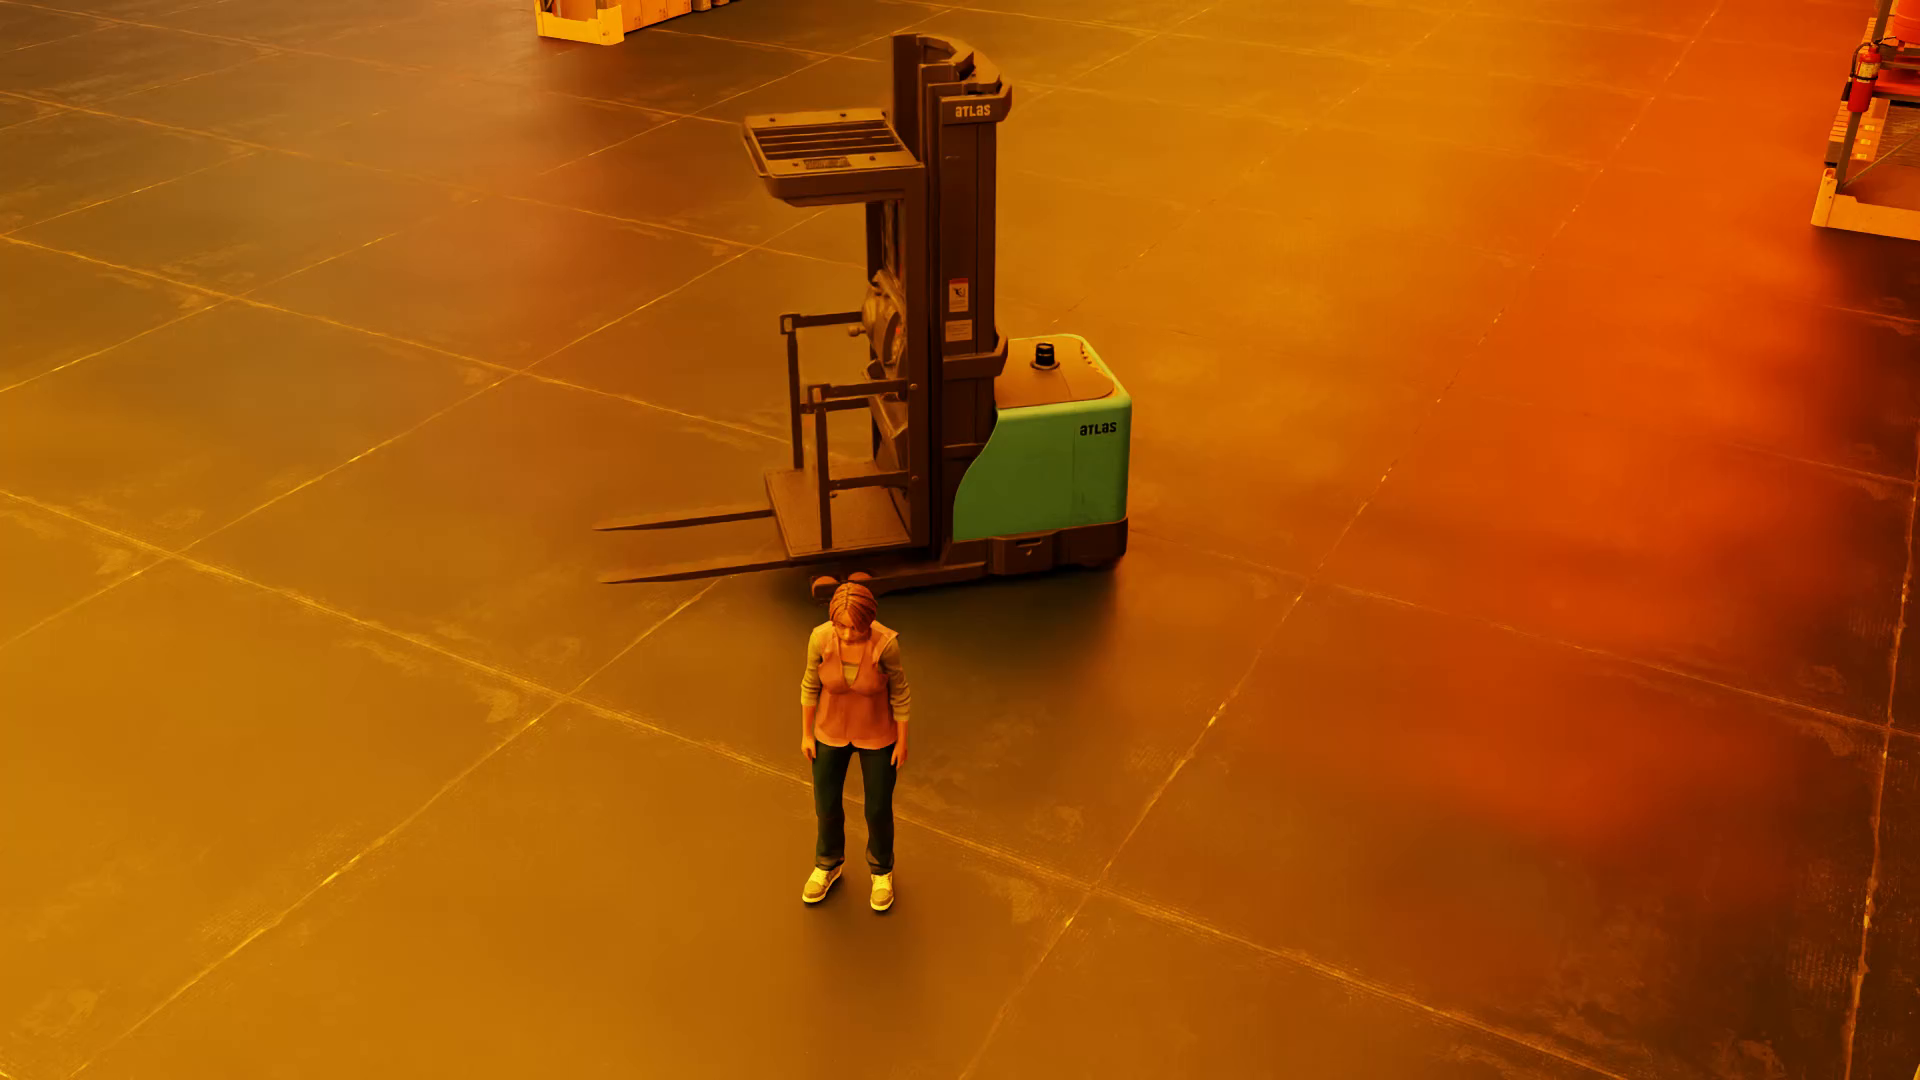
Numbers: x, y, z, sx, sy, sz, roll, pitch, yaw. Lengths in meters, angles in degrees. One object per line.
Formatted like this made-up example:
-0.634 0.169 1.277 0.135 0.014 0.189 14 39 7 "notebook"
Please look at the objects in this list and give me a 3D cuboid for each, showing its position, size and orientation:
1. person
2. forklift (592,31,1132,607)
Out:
-0.441 0.840 6.957 0.471 1.590 0.348 4 30 6 "person"
-0.600 -1.186 9.126 3.031 2.935 1.130 -7 31 -12 "forklift"
